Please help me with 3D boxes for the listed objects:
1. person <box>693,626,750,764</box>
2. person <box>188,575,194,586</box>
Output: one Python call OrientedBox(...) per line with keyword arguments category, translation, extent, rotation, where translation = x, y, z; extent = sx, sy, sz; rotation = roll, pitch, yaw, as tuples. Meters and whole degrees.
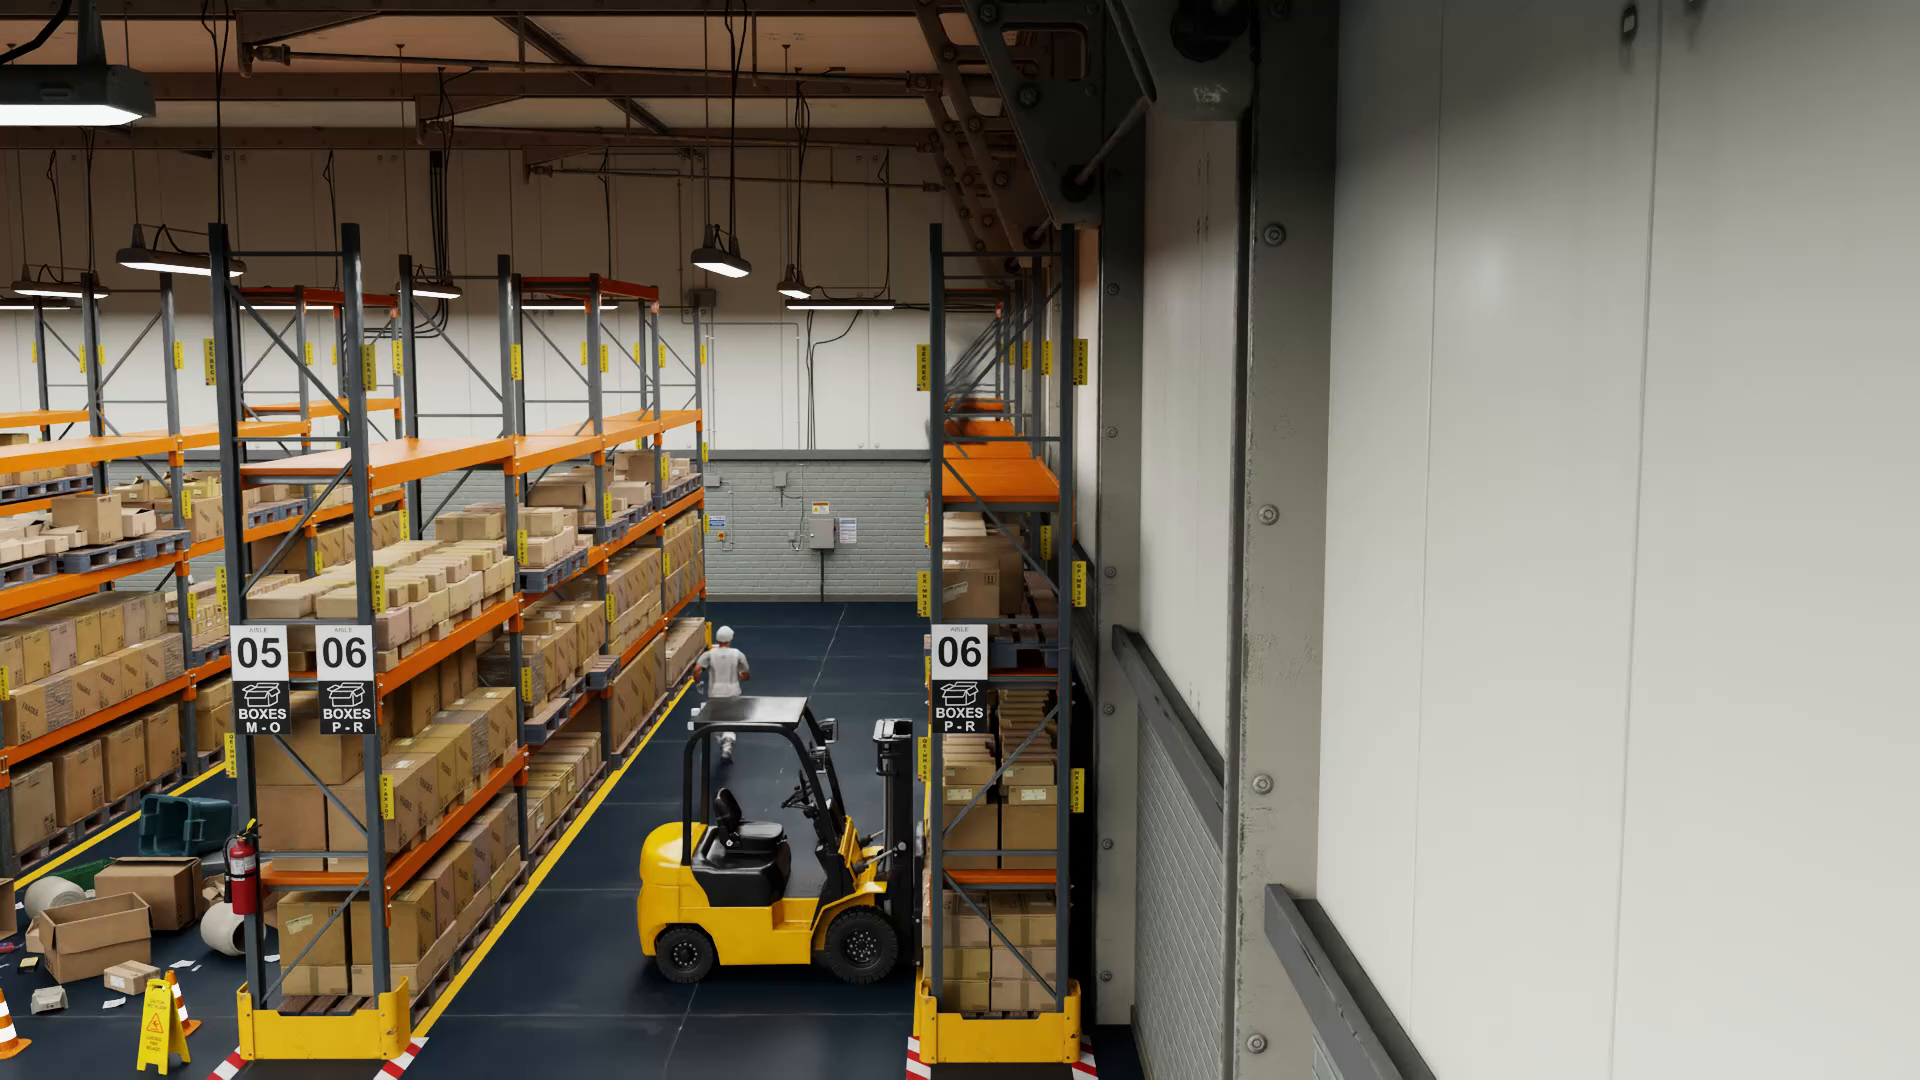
OrientedBox(category="person", translation=(-2.888, 1.923, 20.295), extent=(0.671, 1.778, 0.991), rotation=(0, 7, 0))
OrientedBox(category="person", translation=(-11.403, 1.401, 24.596), extent=(0.681, 1.794, 0.990), rotation=(0, 7, 3))
